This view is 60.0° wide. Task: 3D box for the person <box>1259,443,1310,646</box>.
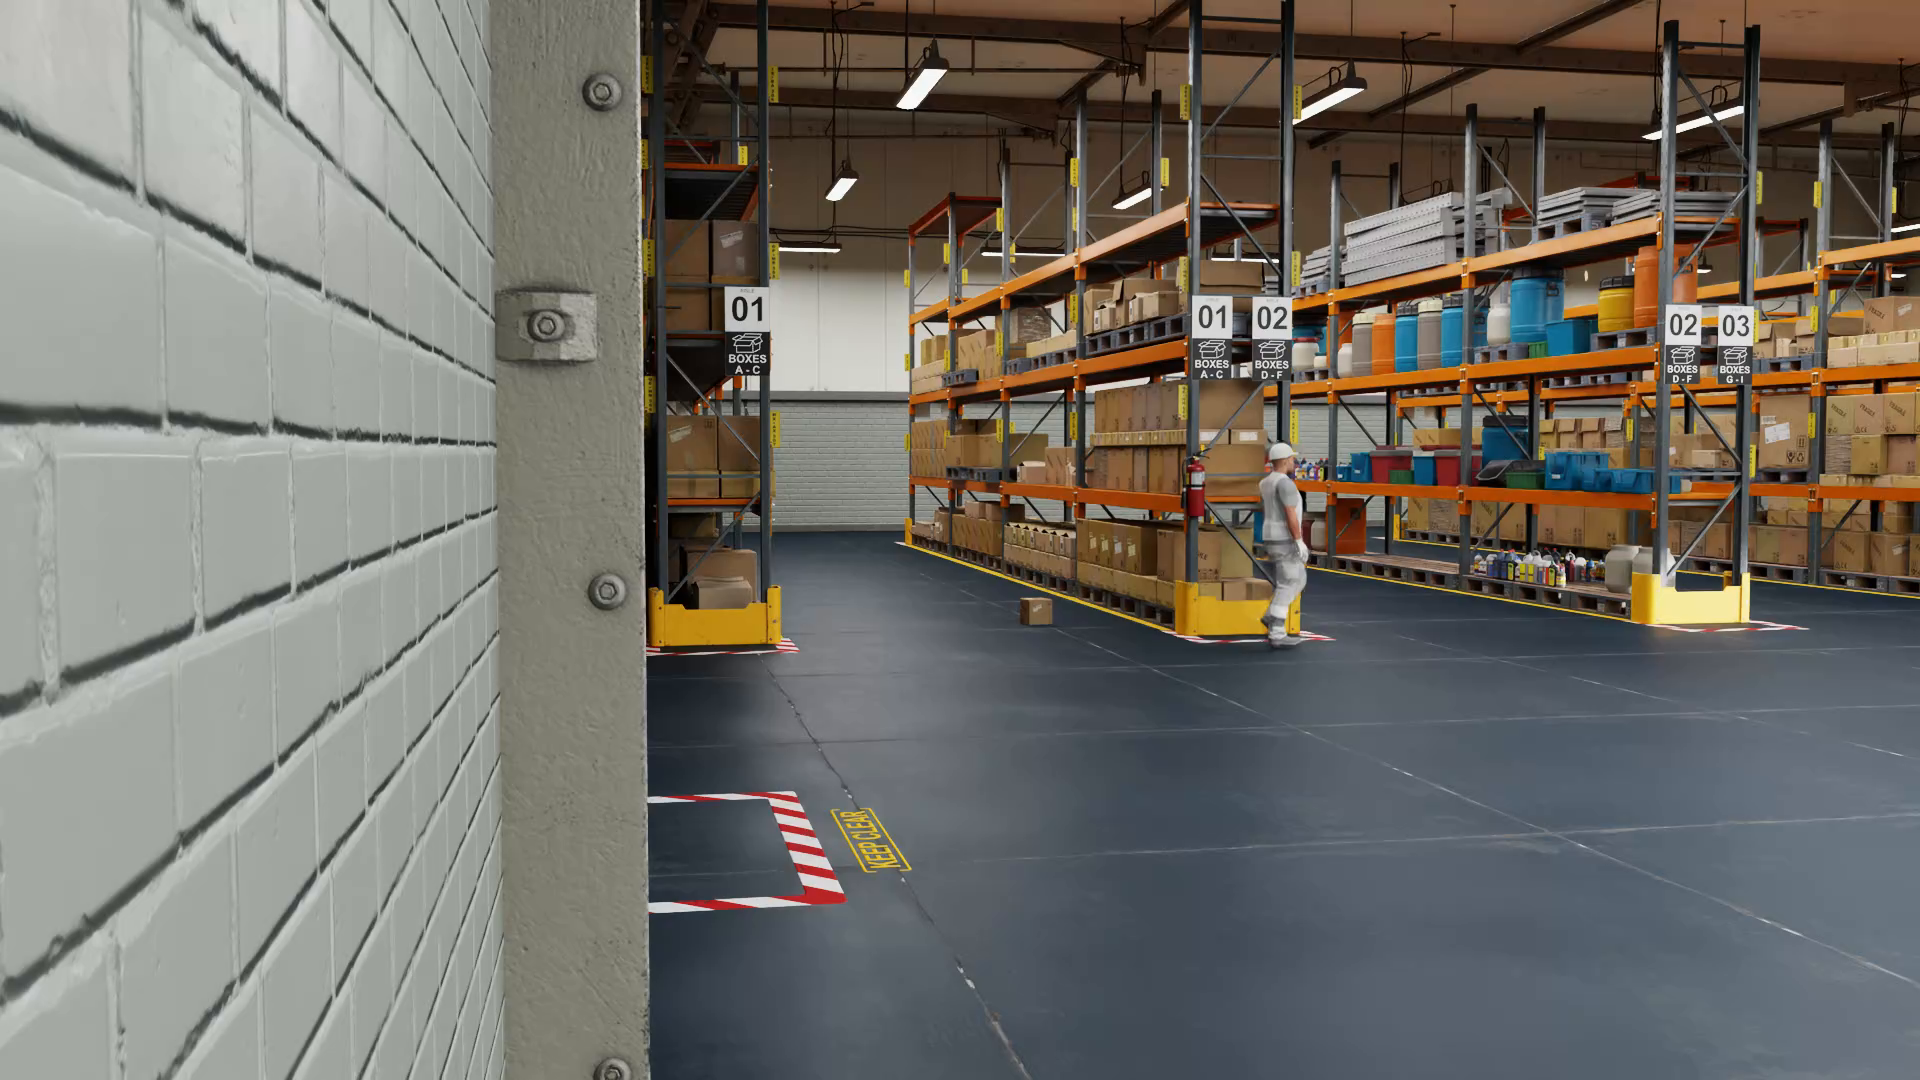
[{"bbox_3d":[2.892,0.035,14.651,0.461,1.778,0.618,-1,3,-11],"label":"person"}]
